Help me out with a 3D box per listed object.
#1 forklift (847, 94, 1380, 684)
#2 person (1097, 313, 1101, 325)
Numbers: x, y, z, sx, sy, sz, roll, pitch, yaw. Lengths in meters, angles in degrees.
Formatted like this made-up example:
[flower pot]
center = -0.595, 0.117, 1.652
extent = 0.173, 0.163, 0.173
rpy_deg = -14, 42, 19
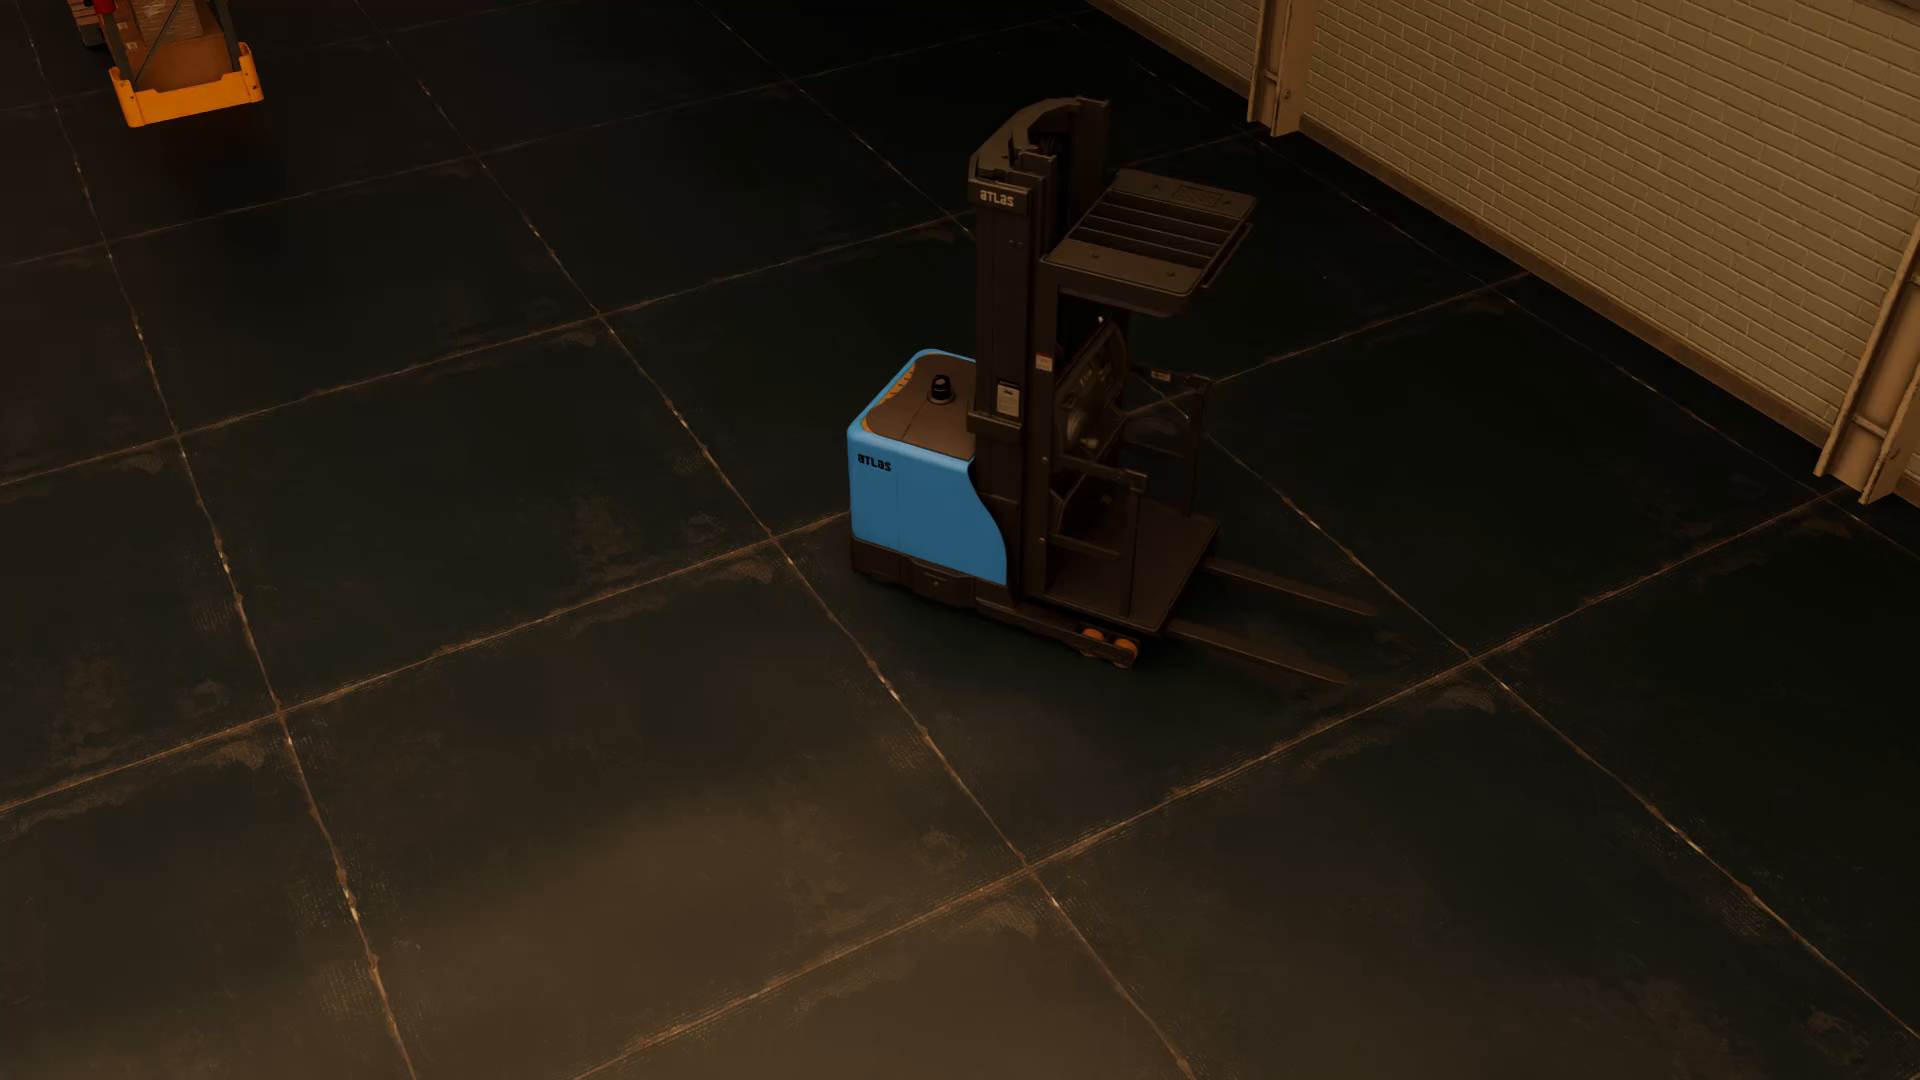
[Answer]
[forklift]
center = 0.894, -0.791, 8.990
extent = 3.031, 2.935, 1.130
rpy_deg = 17, 43, 20
[person]
center = 0.631, -1.011, 10.312
extent = 0.810, 1.635, 0.431
rpy_deg = 14, 42, 16
